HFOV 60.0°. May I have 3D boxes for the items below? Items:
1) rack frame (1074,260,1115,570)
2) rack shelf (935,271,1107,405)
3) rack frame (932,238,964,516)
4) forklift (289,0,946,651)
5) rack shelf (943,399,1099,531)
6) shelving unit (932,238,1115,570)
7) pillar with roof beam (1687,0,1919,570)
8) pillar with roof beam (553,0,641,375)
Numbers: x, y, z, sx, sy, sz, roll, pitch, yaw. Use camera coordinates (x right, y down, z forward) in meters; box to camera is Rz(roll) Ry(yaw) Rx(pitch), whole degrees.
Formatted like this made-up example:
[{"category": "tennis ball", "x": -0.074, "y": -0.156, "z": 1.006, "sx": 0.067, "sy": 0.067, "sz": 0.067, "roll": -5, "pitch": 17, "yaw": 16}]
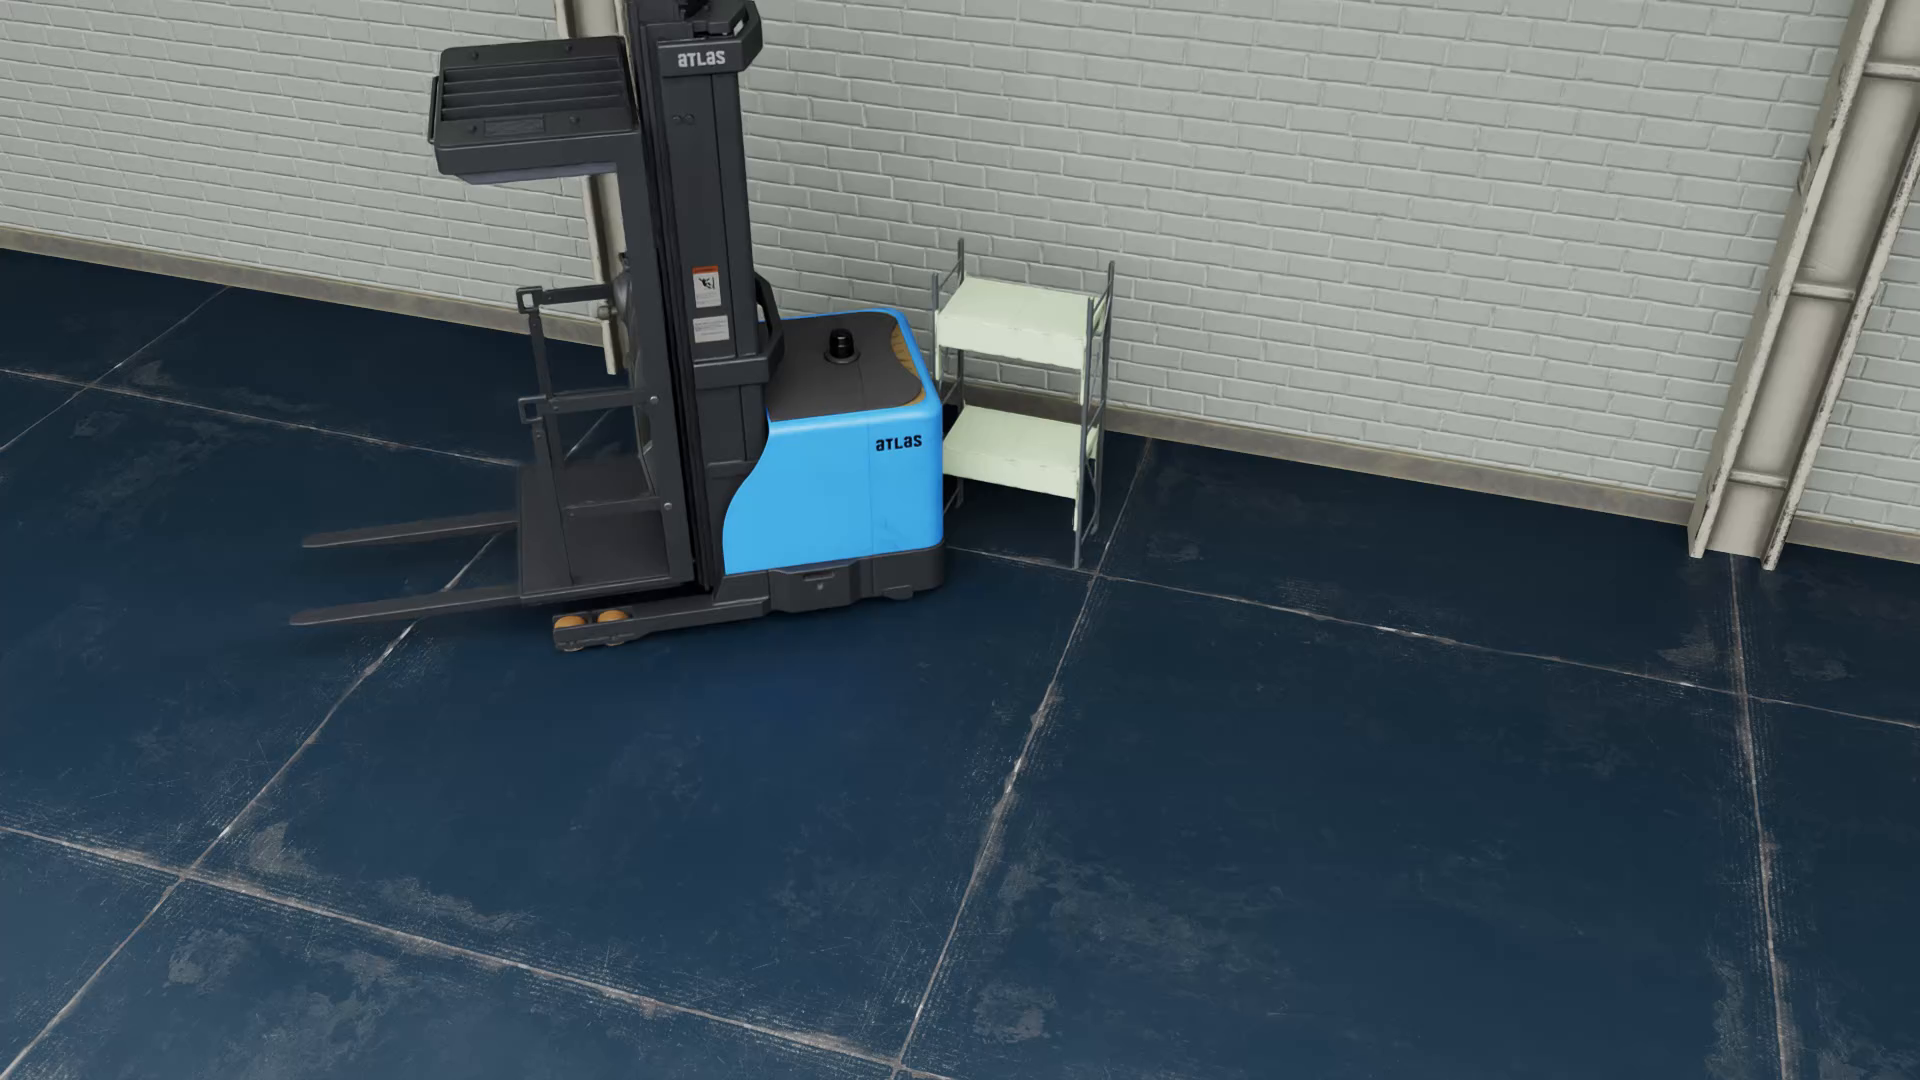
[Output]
[{"category": "rack frame", "x": 0.638, "y": -0.568, "z": 7.942, "sx": 0.023, "sy": 1.500, "sz": 0.400, "roll": 11, "pitch": 38, "yaw": 15}, {"category": "rack shelf", "x": 0.291, "y": -0.953, "z": 7.806, "sx": 0.720, "sy": 0.370, "sz": 0.431, "roll": 11, "pitch": 38, "yaw": 15}, {"category": "rack frame", "x": -0.055, "y": -0.708, "z": 8.132, "sx": 0.023, "sy": 1.500, "sz": 0.400, "roll": 11, "pitch": 38, "yaw": 15}, {"category": "forklift", "x": -1.639, "y": -1.007, "z": 7.330, "sx": 3.031, "sy": 2.935, "sz": 1.130, "roll": -8, "pitch": 37, "yaw": -10}, {"category": "rack shelf", "x": 0.291, "y": -0.376, "z": 8.230, "sx": 0.720, "sy": 0.370, "sz": 0.431, "roll": 11, "pitch": 38, "yaw": 15}, {"category": "shelving unit", "x": 0.291, "y": -0.638, "z": 8.037, "sx": 0.755, "sy": 1.500, "sz": 0.431, "roll": 11, "pitch": 38, "yaw": 15}, {"category": "pillar with roof beam", "x": 2.605, "y": -1.159, "z": 2.418, "sx": 0.400, "sy": 9.000, "sz": 9.100, "roll": 10, "pitch": 38, "yaw": 14}, {"category": "pillar with roof beam", "x": -3.122, "y": -2.219, "z": 3.859, "sx": 0.400, "sy": 9.000, "sz": 9.100, "roll": 10, "pitch": 38, "yaw": 14}]
